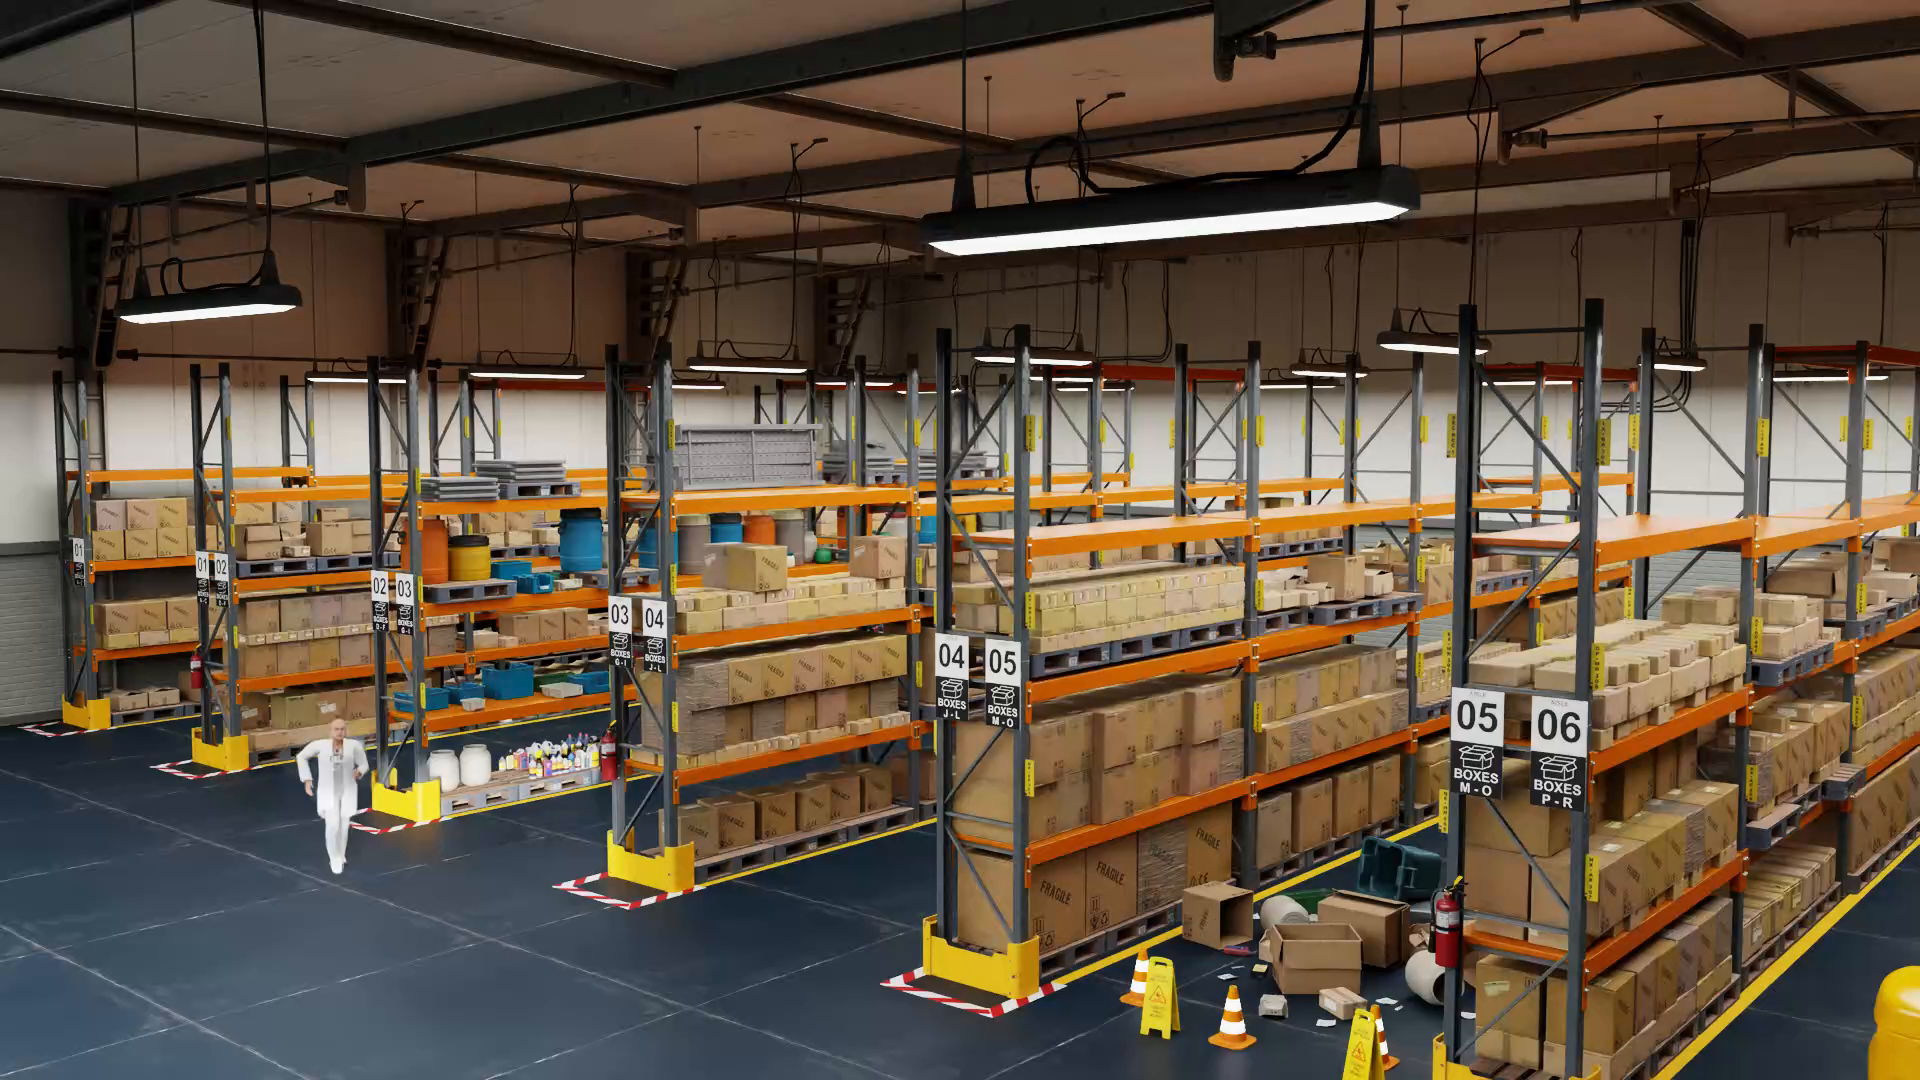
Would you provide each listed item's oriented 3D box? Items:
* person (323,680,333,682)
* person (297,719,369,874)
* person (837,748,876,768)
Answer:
[{"bbox_3d":[-10.924,2.266,28.731,0.592,1.646,0.633,2,4,21],"label":"person"},{"bbox_3d":[-7.125,2.924,18.960,0.743,1.781,0.915,-2,5,-29],"label":"person"},{"bbox_3d":[-1.582,2.653,24.090,1.021,1.688,0.704,-4,6,-44],"label":"person"}]
